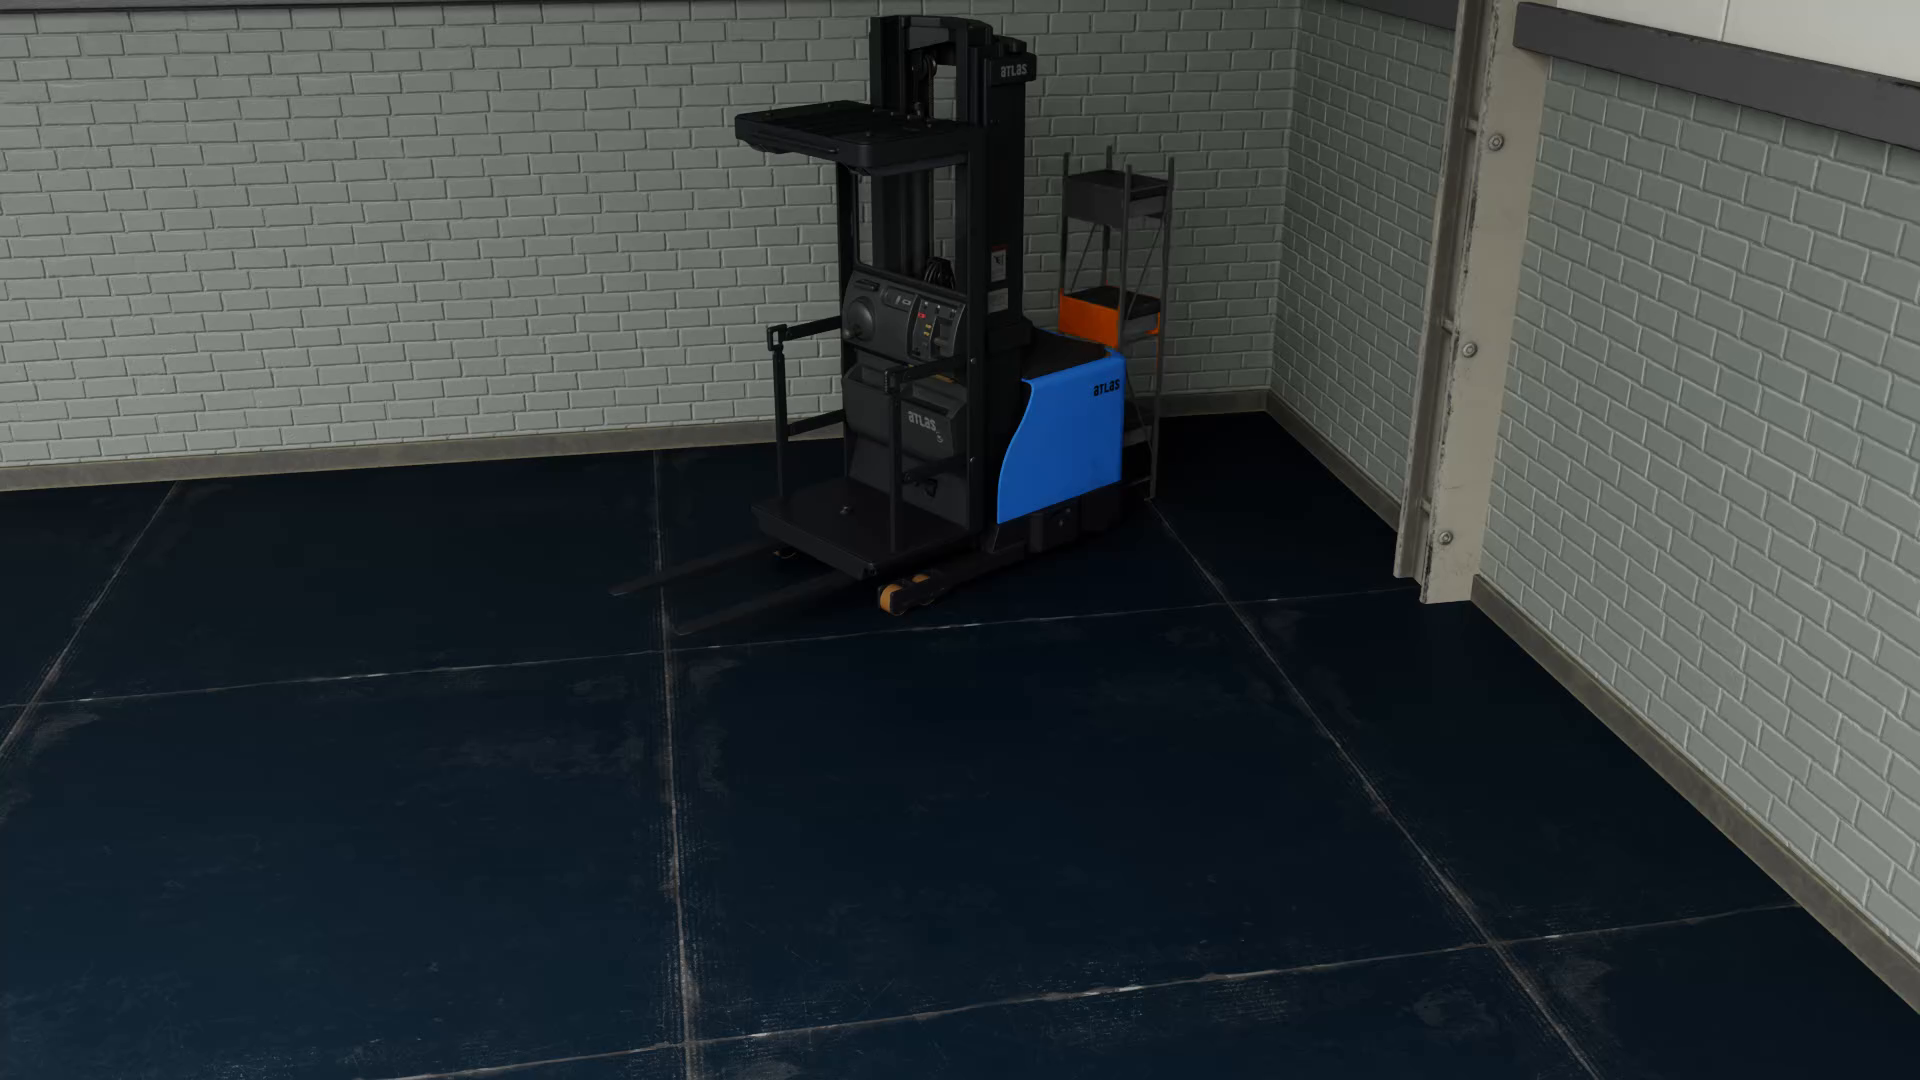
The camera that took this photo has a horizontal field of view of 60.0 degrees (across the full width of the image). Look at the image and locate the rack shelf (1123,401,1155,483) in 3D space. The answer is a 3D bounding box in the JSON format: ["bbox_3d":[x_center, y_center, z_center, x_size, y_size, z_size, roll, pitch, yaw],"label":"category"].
[{"bbox_3d":[0.900,-0.596,10.267,0.431,0.518,0.480,-19,30,-38],"label":"rack shelf"}]

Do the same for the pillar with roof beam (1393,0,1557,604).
[{"bbox_3d":[-1.619,-3.550,6.635,9.100,9.000,0.400,-4,24,-10],"label":"pillar with roof beam"}]

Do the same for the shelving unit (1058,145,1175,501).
[{"bbox_3d":[0.906,-1.252,9.986,0.431,2.100,0.503,-19,30,-38],"label":"shelving unit"}]

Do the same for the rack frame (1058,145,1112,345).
[{"bbox_3d":[0.742,-1.324,10.152,0.400,2.100,0.015,-19,30,-38],"label":"rack frame"}]

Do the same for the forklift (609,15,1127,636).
[{"bbox_3d":[-0.464,-1.177,8.783,3.031,2.935,1.130,-20,30,-38],"label":"forklift"}]

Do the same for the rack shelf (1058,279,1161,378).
[{"bbox_3d":[0.906,-1.239,9.991,0.431,0.518,0.480,-19,30,-38],"label":"rack shelf"}]

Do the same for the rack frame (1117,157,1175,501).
[{"bbox_3d":[1.070,-1.179,9.820,0.400,2.100,0.015,-19,30,-38],"label":"rack frame"}]

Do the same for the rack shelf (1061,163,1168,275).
[{"bbox_3d":[0.912,-1.883,9.716,0.431,0.518,0.480,-19,30,-38],"label":"rack shelf"}]
